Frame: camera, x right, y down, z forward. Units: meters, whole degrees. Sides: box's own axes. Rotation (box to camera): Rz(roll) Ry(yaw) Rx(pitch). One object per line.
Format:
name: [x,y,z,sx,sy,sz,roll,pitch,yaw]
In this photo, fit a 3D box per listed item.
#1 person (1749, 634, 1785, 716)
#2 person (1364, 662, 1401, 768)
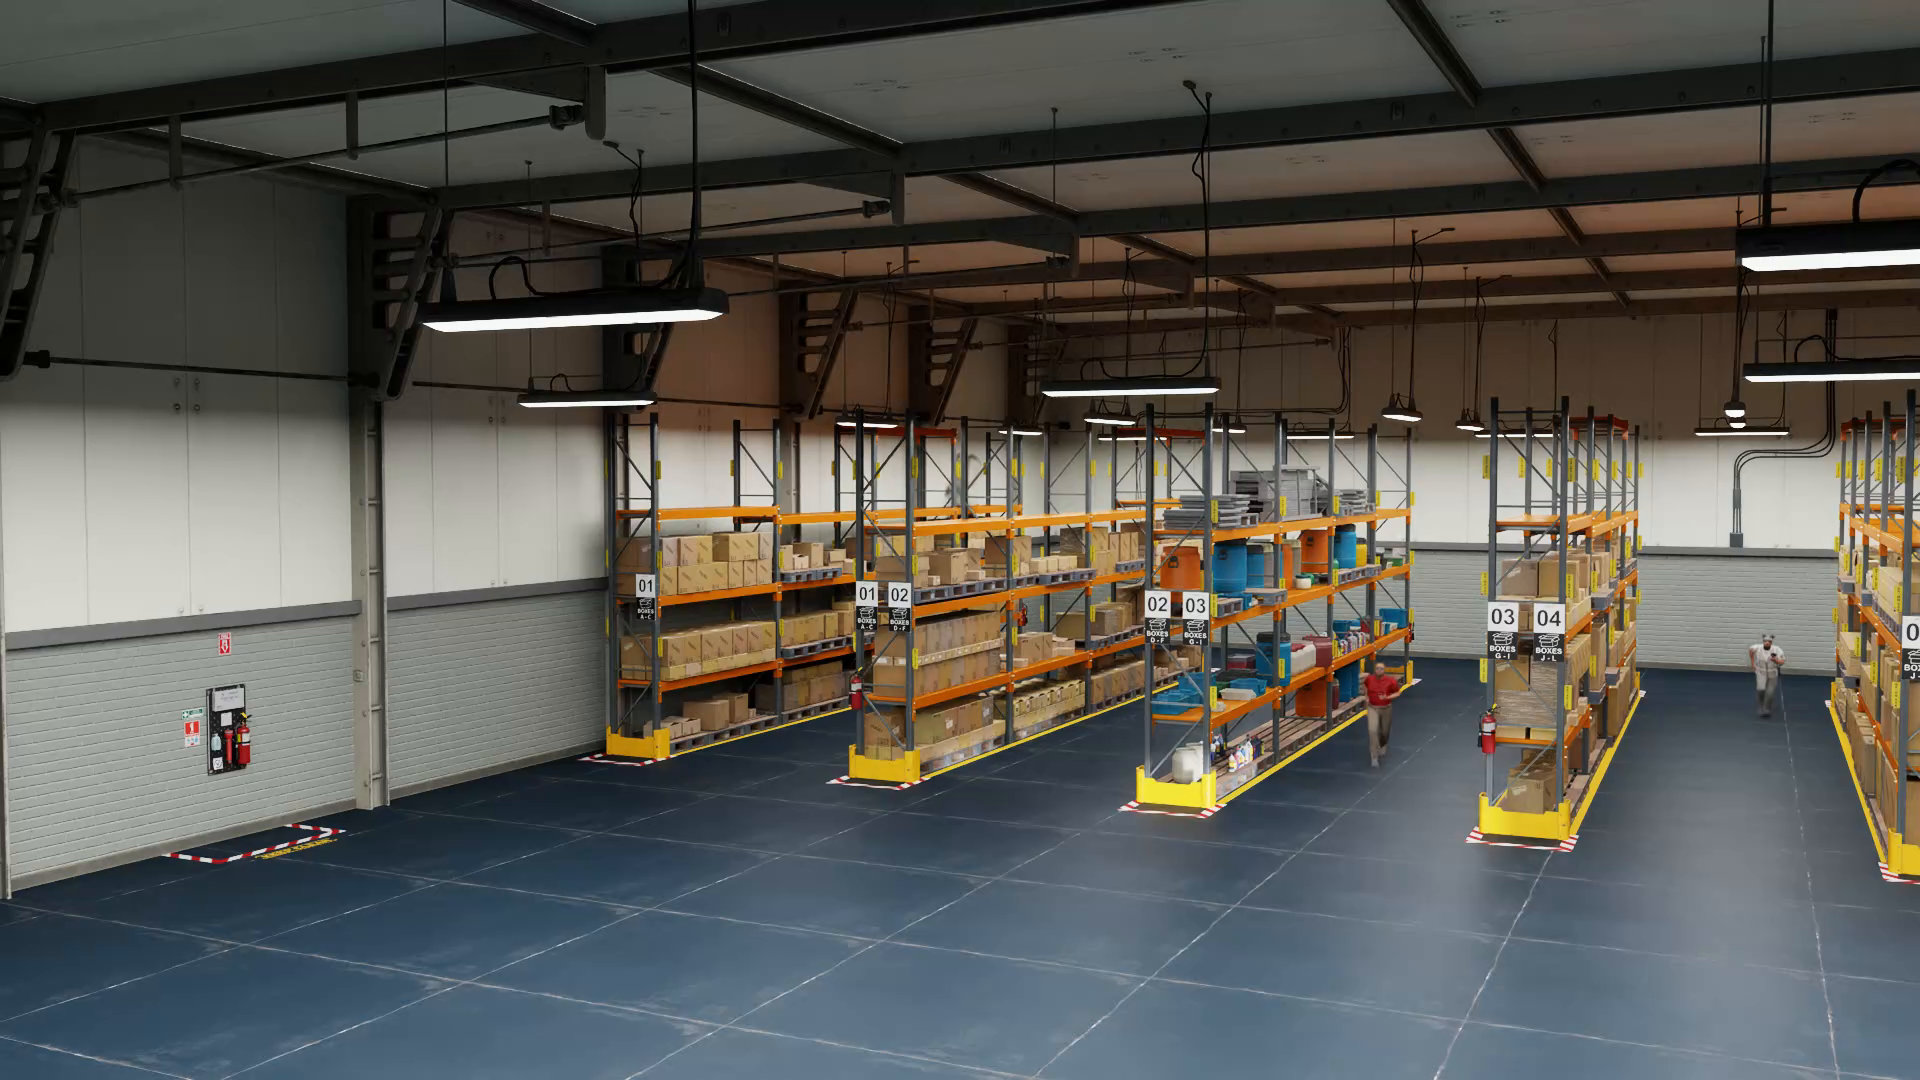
person: [16.278,2.721,33.560,0.644,1.701,0.892,1,3,23]
person: [7.202,2.973,28.392,0.613,1.795,0.997,1,2,14]
